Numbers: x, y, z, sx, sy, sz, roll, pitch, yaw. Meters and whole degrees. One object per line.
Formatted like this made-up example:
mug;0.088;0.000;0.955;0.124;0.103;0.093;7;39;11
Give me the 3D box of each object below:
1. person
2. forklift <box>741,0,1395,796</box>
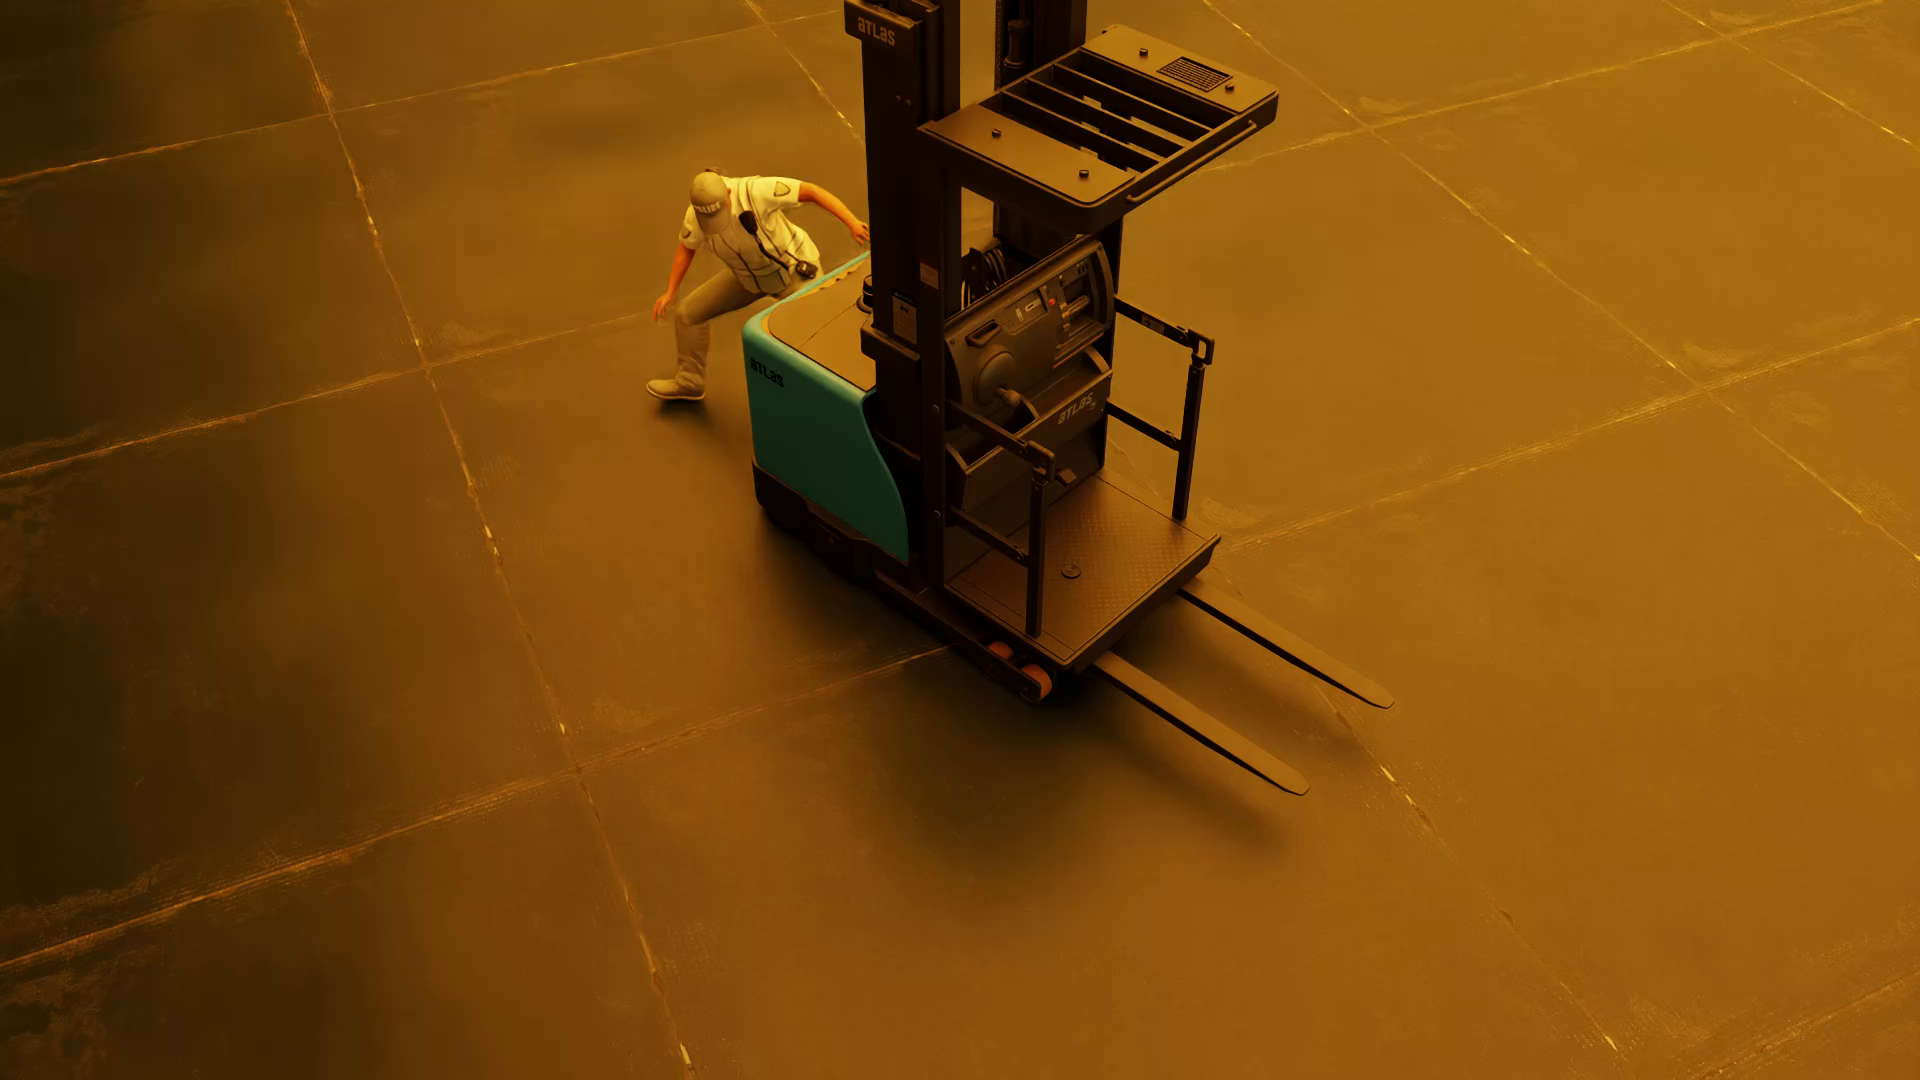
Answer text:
person;-0.954;-1.254;8.177;1.169;1.370;0.687;17;46;17
forklift;0.445;-0.788;6.525;3.031;2.935;1.130;32;52;30
